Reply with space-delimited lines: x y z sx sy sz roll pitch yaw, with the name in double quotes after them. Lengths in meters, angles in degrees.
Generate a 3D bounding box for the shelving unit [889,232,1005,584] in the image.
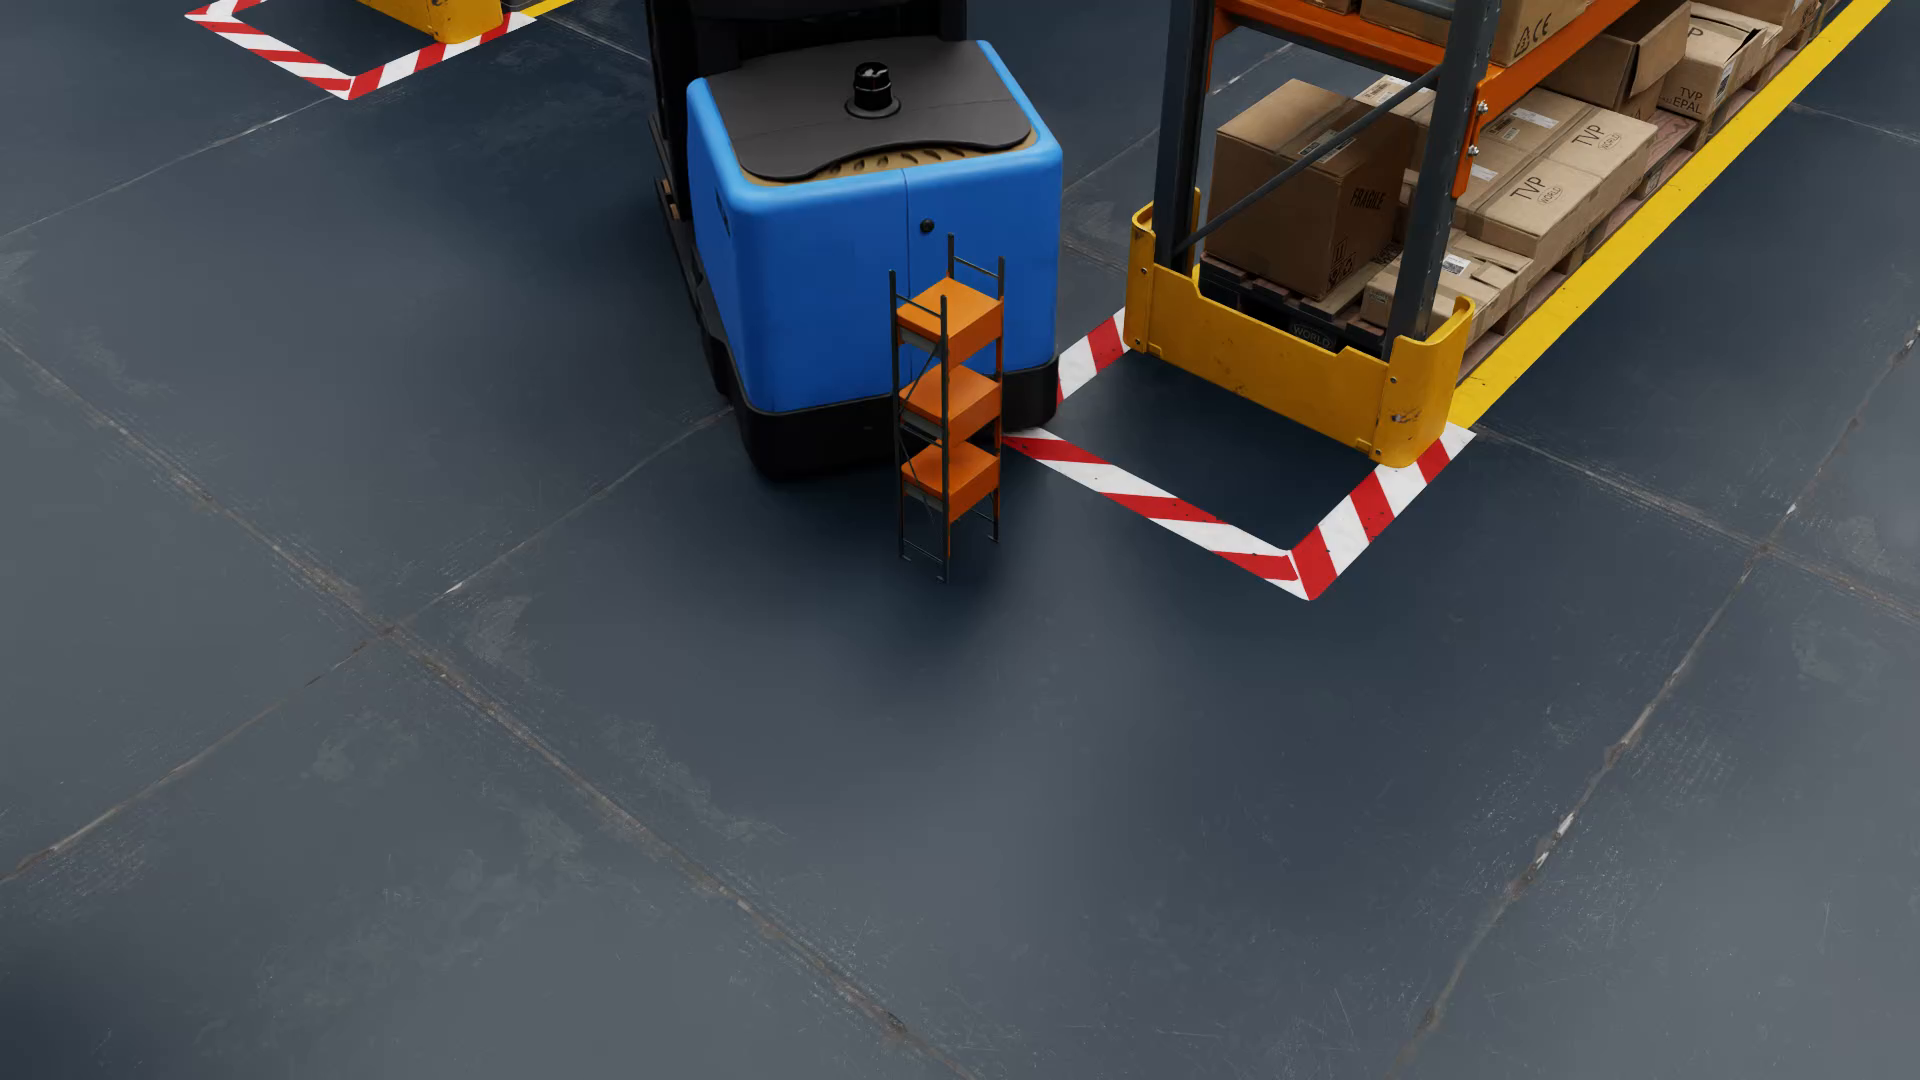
-0.034 -0.361 4.867 0.215 1.050 0.252 29 50 28 "shelving unit"

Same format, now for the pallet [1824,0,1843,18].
4.143 -3.095 8.497 1.003 0.211 1.213 29 50 28 "pallet"

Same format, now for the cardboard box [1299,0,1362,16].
1.154 -2.017 5.164 0.500 0.500 0.500 31 51 30 "cardboard box"

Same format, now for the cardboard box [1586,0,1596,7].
1.890 -2.051 5.201 0.500 0.500 0.500 29 50 28 "cardboard box"

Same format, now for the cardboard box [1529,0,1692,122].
2.443 -1.961 6.705 0.797 0.503 0.637 29 50 28 "cardboard box"

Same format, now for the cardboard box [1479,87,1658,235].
2.285 -1.449 6.331 0.500 0.250 0.500 29 50 28 "cardboard box"

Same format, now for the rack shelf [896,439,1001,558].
-0.034 -0.147 5.061 0.215 0.259 0.240 29 50 28 "rack shelf"

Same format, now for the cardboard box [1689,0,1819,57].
3.499 -2.513 7.315 0.500 0.500 0.500 29 50 28 "cardboard box"

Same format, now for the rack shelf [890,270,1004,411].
-0.034 -0.563 4.683 0.215 0.259 0.240 29 50 28 "rack shelf"

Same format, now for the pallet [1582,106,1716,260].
2.421 -1.675 6.936 1.003 0.211 1.213 29 50 28 "pallet"

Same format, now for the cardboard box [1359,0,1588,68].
1.562 -1.783 4.907 0.500 0.500 0.500 31 50 29 "cardboard box"

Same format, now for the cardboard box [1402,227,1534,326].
1.768 -0.941 5.835 0.380 0.166 0.250 29 50 28 "cardboard box"

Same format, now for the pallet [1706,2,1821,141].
3.206 -2.306 7.629 1.003 0.211 1.213 29 50 28 "pallet"

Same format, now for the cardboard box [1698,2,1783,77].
3.304 -2.164 7.192 0.380 0.149 0.250 29 50 28 "cardboard box"

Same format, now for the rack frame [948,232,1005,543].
0.044 -0.424 4.936 0.200 1.050 0.008 29 50 28 "rack frame"

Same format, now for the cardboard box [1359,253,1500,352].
1.607 -0.806 5.699 0.380 0.149 0.250 29 50 28 "cardboard box"

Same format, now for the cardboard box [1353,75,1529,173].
1.870 -1.640 6.541 0.500 0.250 0.500 29 50 28 "cardboard box"

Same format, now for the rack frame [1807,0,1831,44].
3.649 -3.691 7.080 1.000 3.000 0.127 29 50 28 "rack frame"

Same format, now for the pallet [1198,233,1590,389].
1.636 -1.050 6.248 1.003 0.211 1.213 29 50 28 "pallet"

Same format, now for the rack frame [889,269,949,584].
-0.113 -0.298 4.797 0.200 1.050 0.008 29 50 28 "rack frame"

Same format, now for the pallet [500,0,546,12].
-2.154 -3.154 8.562 1.003 0.211 1.213 29 50 28 "pallet"

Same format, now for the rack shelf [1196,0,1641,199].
2.361 -2.395 6.189 1.077 0.370 4.000 29 50 28 "rack shelf"

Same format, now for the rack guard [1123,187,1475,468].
1.123 -0.746 5.699 1.175 0.500 0.348 29 50 28 "rack guard"

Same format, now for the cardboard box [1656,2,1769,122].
3.016 -2.057 6.954 0.500 0.311 0.500 29 50 28 "cardboard box"

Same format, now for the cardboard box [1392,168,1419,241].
1.565 -1.302 6.231 0.380 0.166 0.250 29 50 28 "cardboard box"

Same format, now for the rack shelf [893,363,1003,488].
-0.034 -0.353 4.874 0.215 0.259 0.240 29 50 28 "rack shelf"

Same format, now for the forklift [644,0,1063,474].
-0.583 -2.305 5.606 1.130 2.935 3.031 -11 43 -12 "forklift"

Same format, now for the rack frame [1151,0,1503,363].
1.074 -1.631 4.815 1.000 3.000 0.127 29 50 28 "rack frame"

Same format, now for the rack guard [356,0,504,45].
-2.720 -2.835 7.996 1.175 0.500 0.348 29 50 28 "rack guard"

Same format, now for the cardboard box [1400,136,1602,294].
1.963 -1.192 6.048 0.500 0.250 0.500 29 50 28 "cardboard box"

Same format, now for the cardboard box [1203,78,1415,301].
1.236 -1.256 5.933 0.500 0.500 0.500 29 50 28 "cardboard box"
